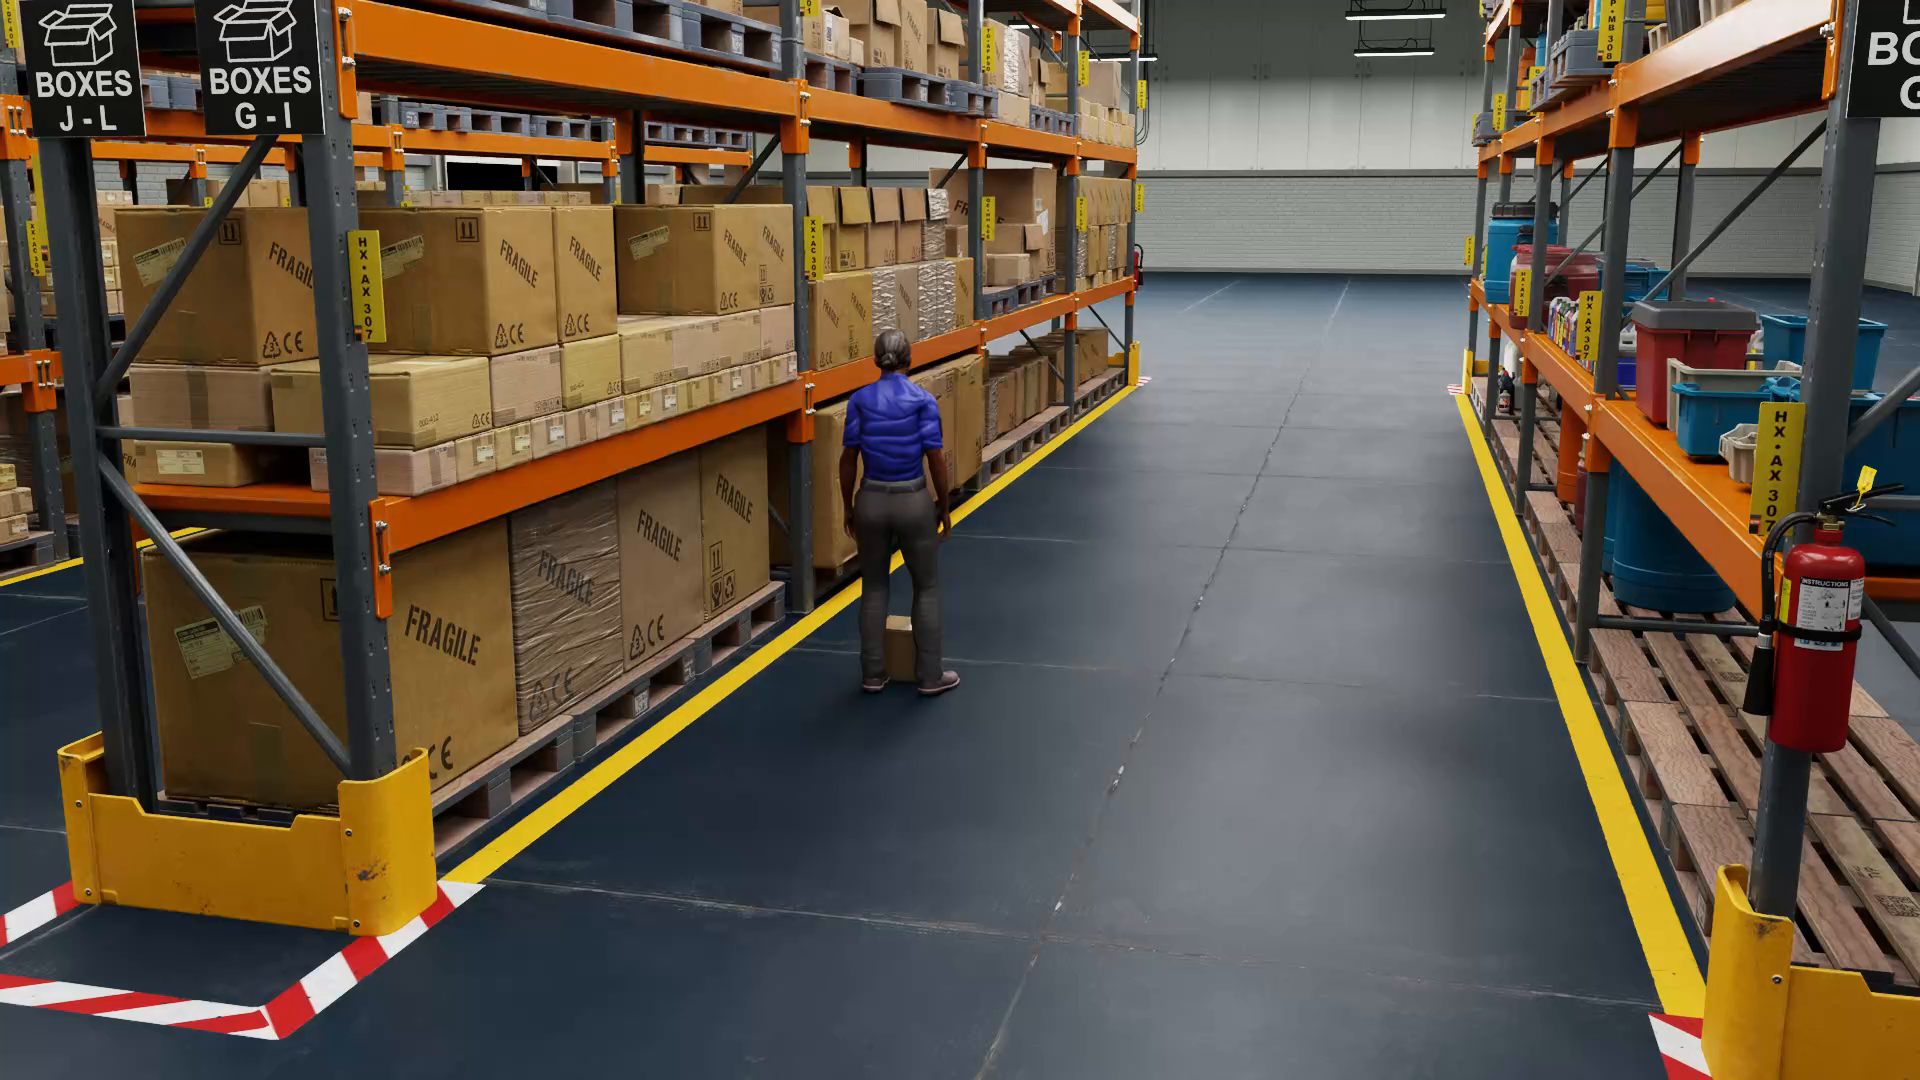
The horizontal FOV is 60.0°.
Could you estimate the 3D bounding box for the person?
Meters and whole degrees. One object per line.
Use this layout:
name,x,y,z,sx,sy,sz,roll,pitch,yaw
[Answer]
person,-0.281,-0.123,7.560,0.528,1.655,0.348,2,12,12
